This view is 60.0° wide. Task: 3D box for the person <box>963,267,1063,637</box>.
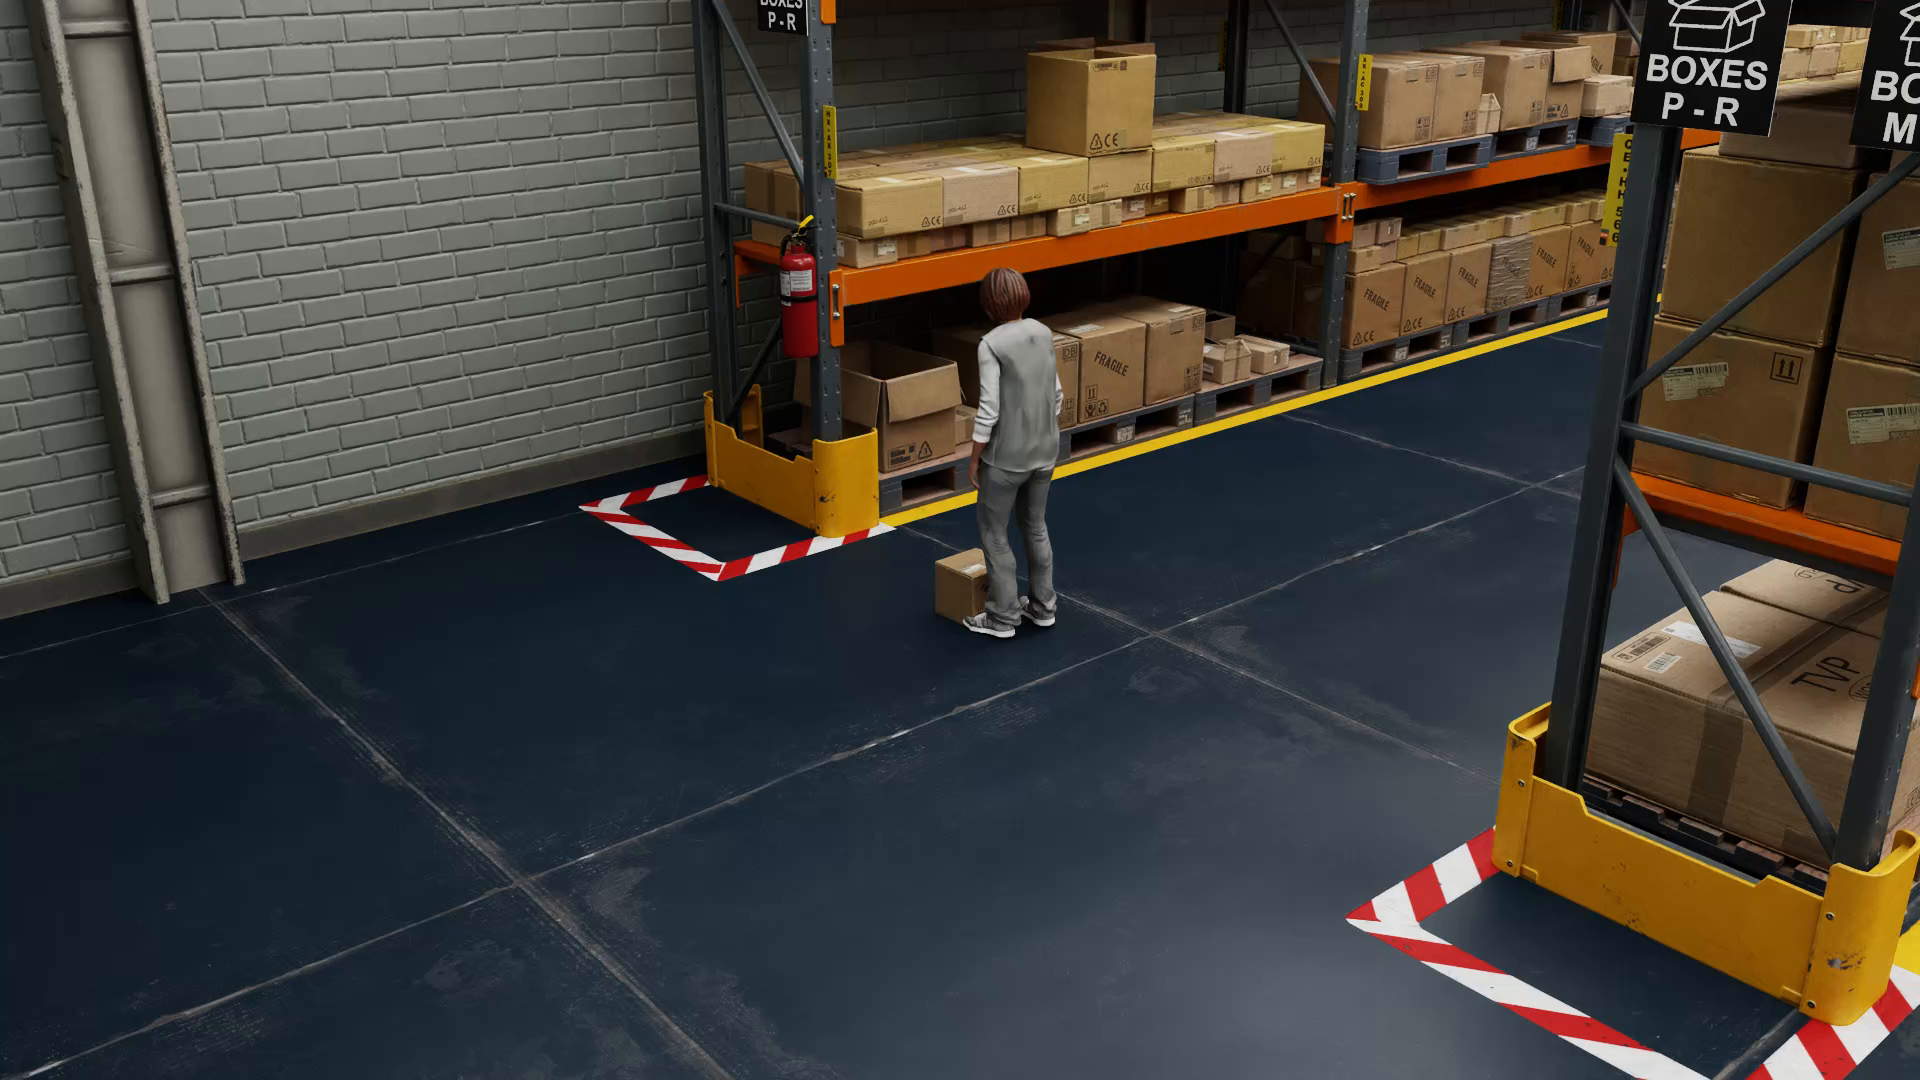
[{"bbox_3d":[0.224,-0.350,6.997,0.463,1.592,0.364,-17,27,-37],"label":"person"}]
